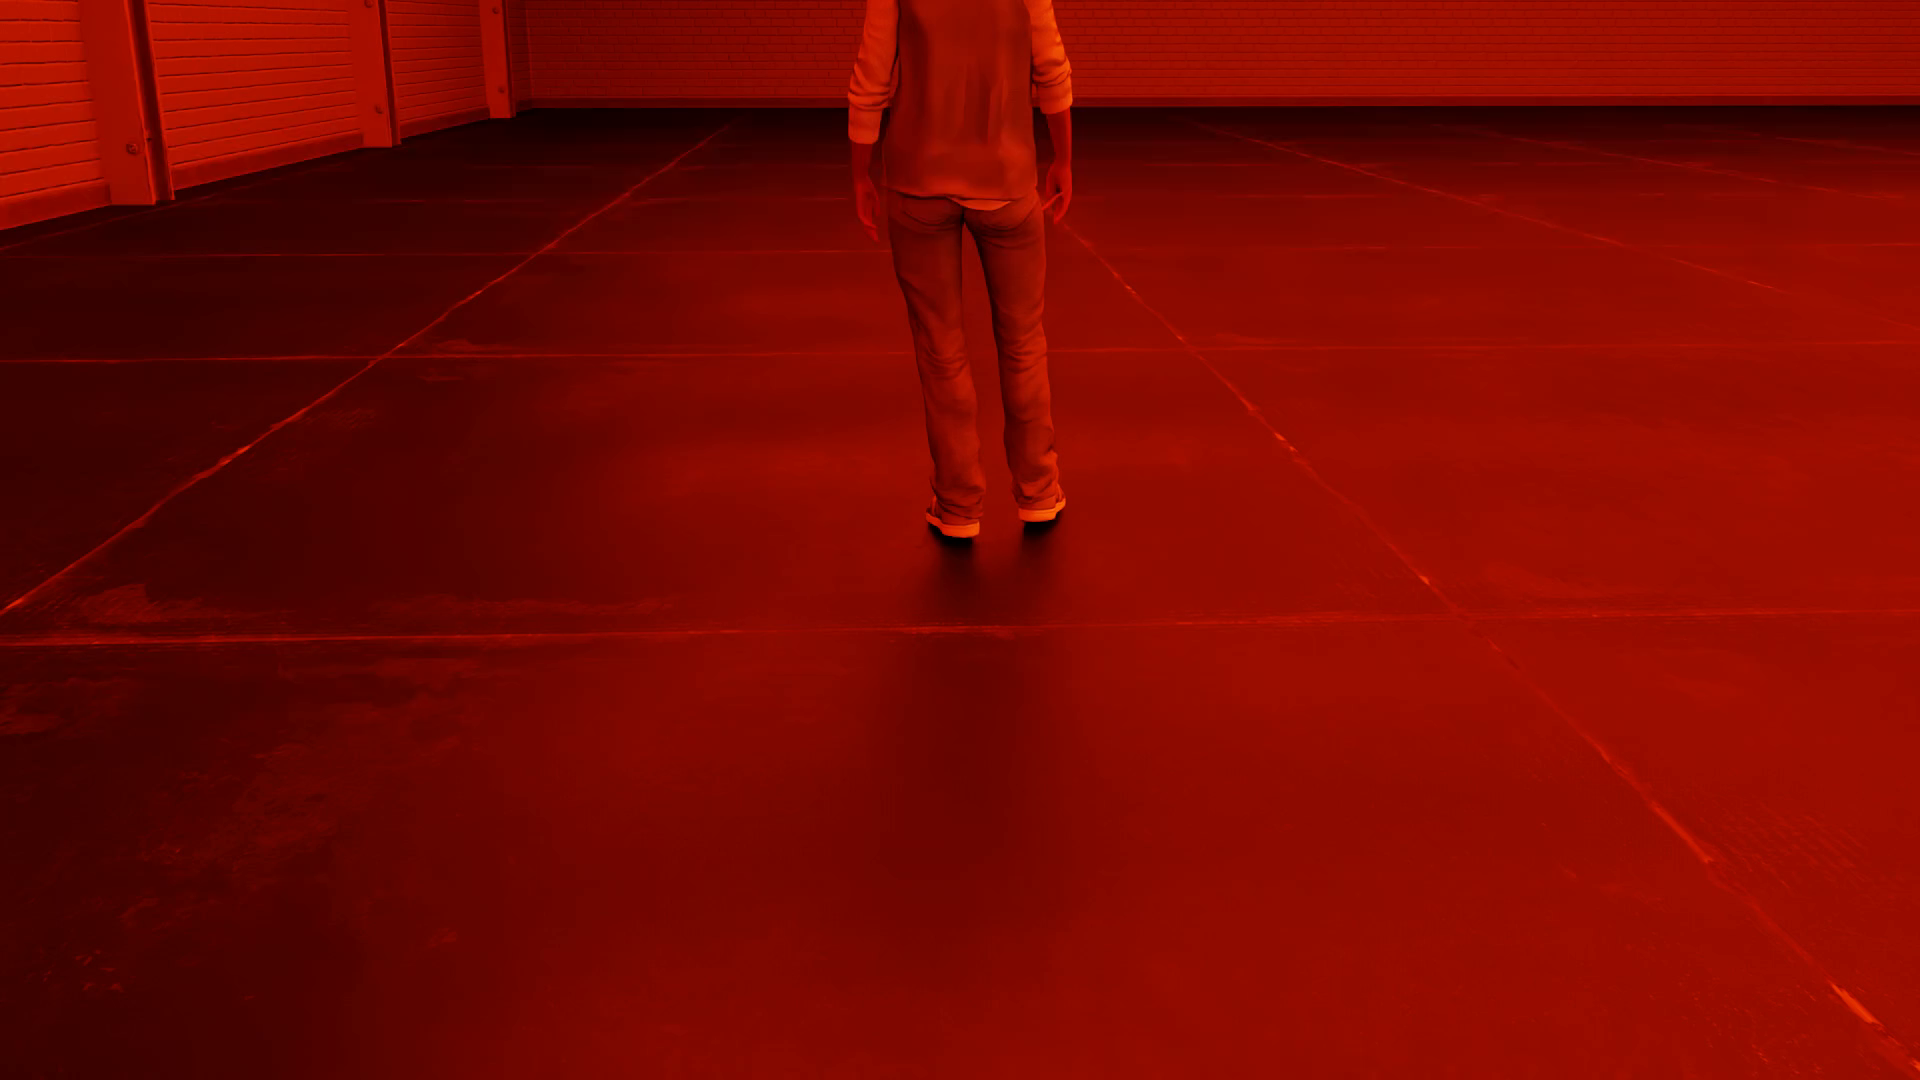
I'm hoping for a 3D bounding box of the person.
[{"bbox_3d":[0.010,-0.793,3.754,0.520,1.599,0.473,-1,17,-3],"label":"person"}]
